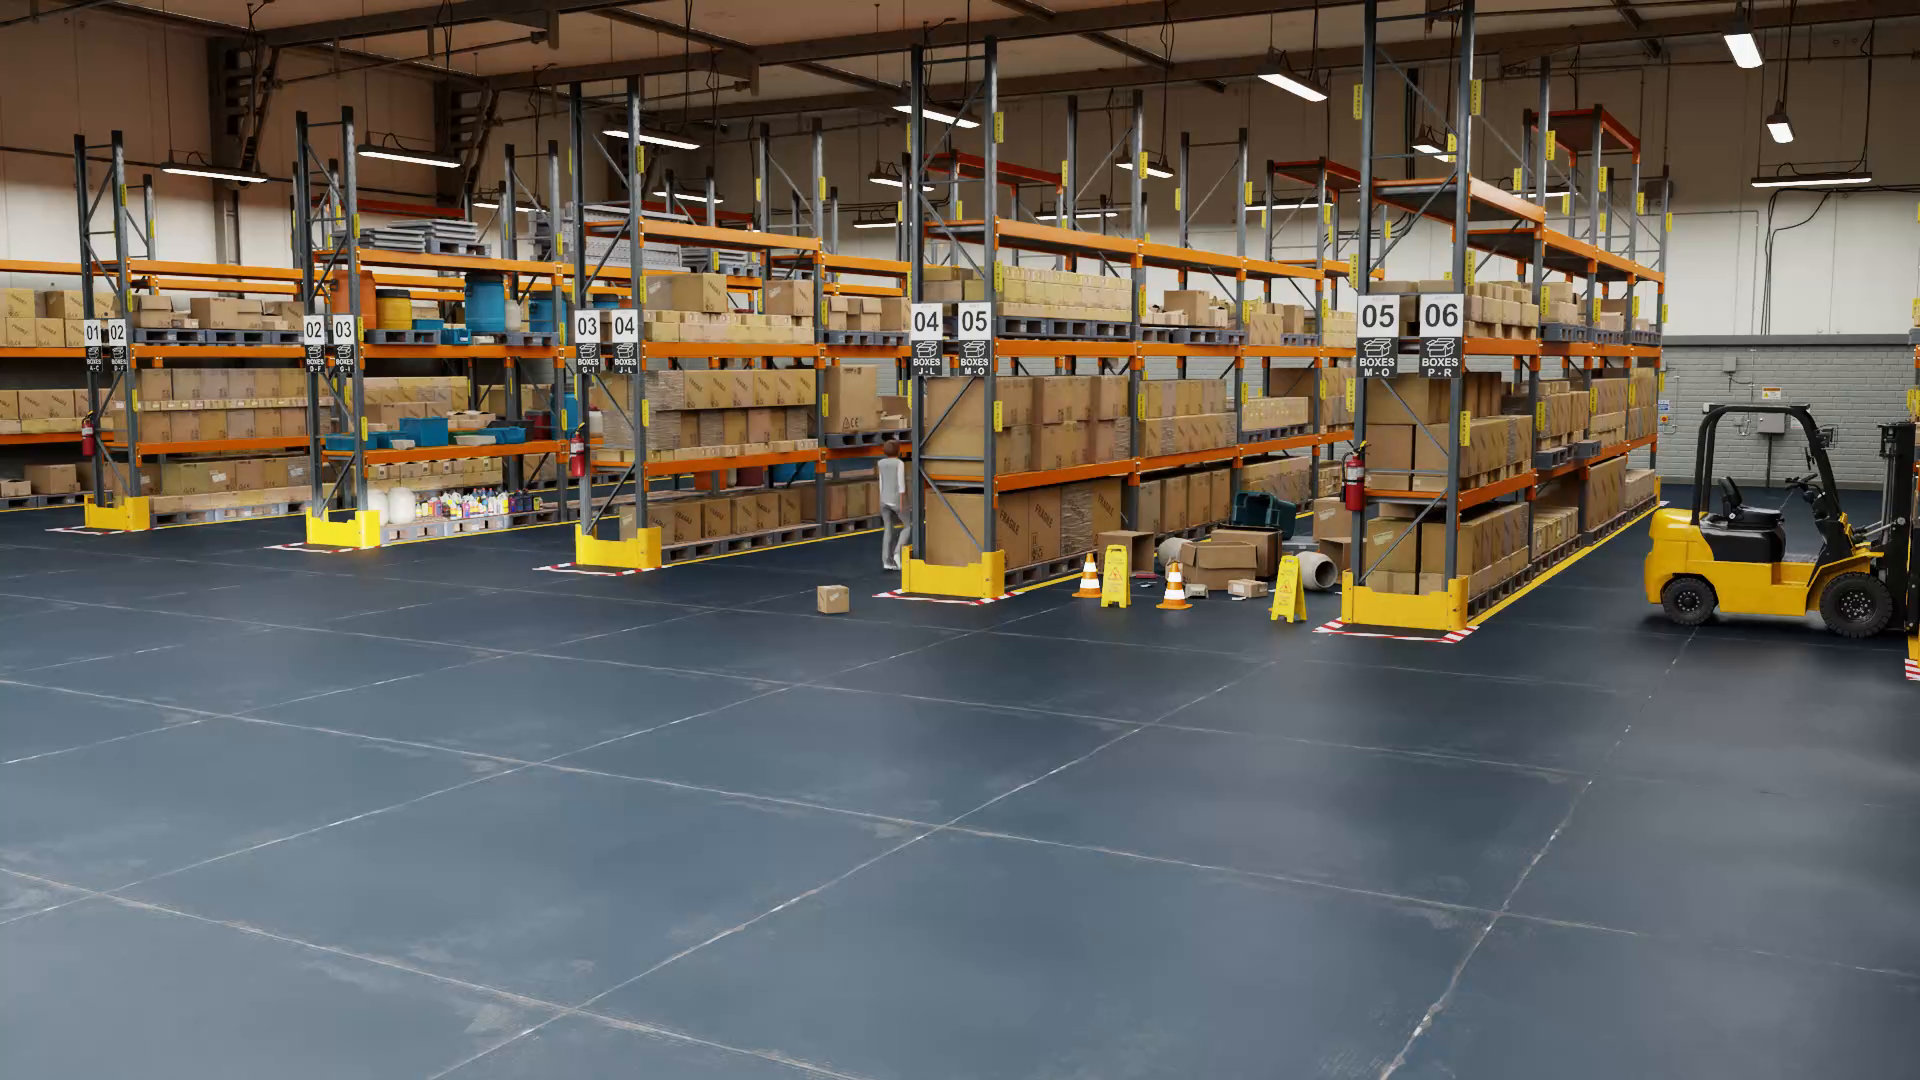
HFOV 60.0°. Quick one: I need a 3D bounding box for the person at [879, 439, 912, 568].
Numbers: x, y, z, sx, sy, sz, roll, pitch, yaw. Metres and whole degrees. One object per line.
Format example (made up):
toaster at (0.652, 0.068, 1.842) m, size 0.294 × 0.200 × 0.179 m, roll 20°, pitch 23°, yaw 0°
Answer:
person at (-0.790, -0.429, 20.483) m, size 0.412 × 1.629 × 0.433 m, roll 3°, pitch 7°, yaw 29°
